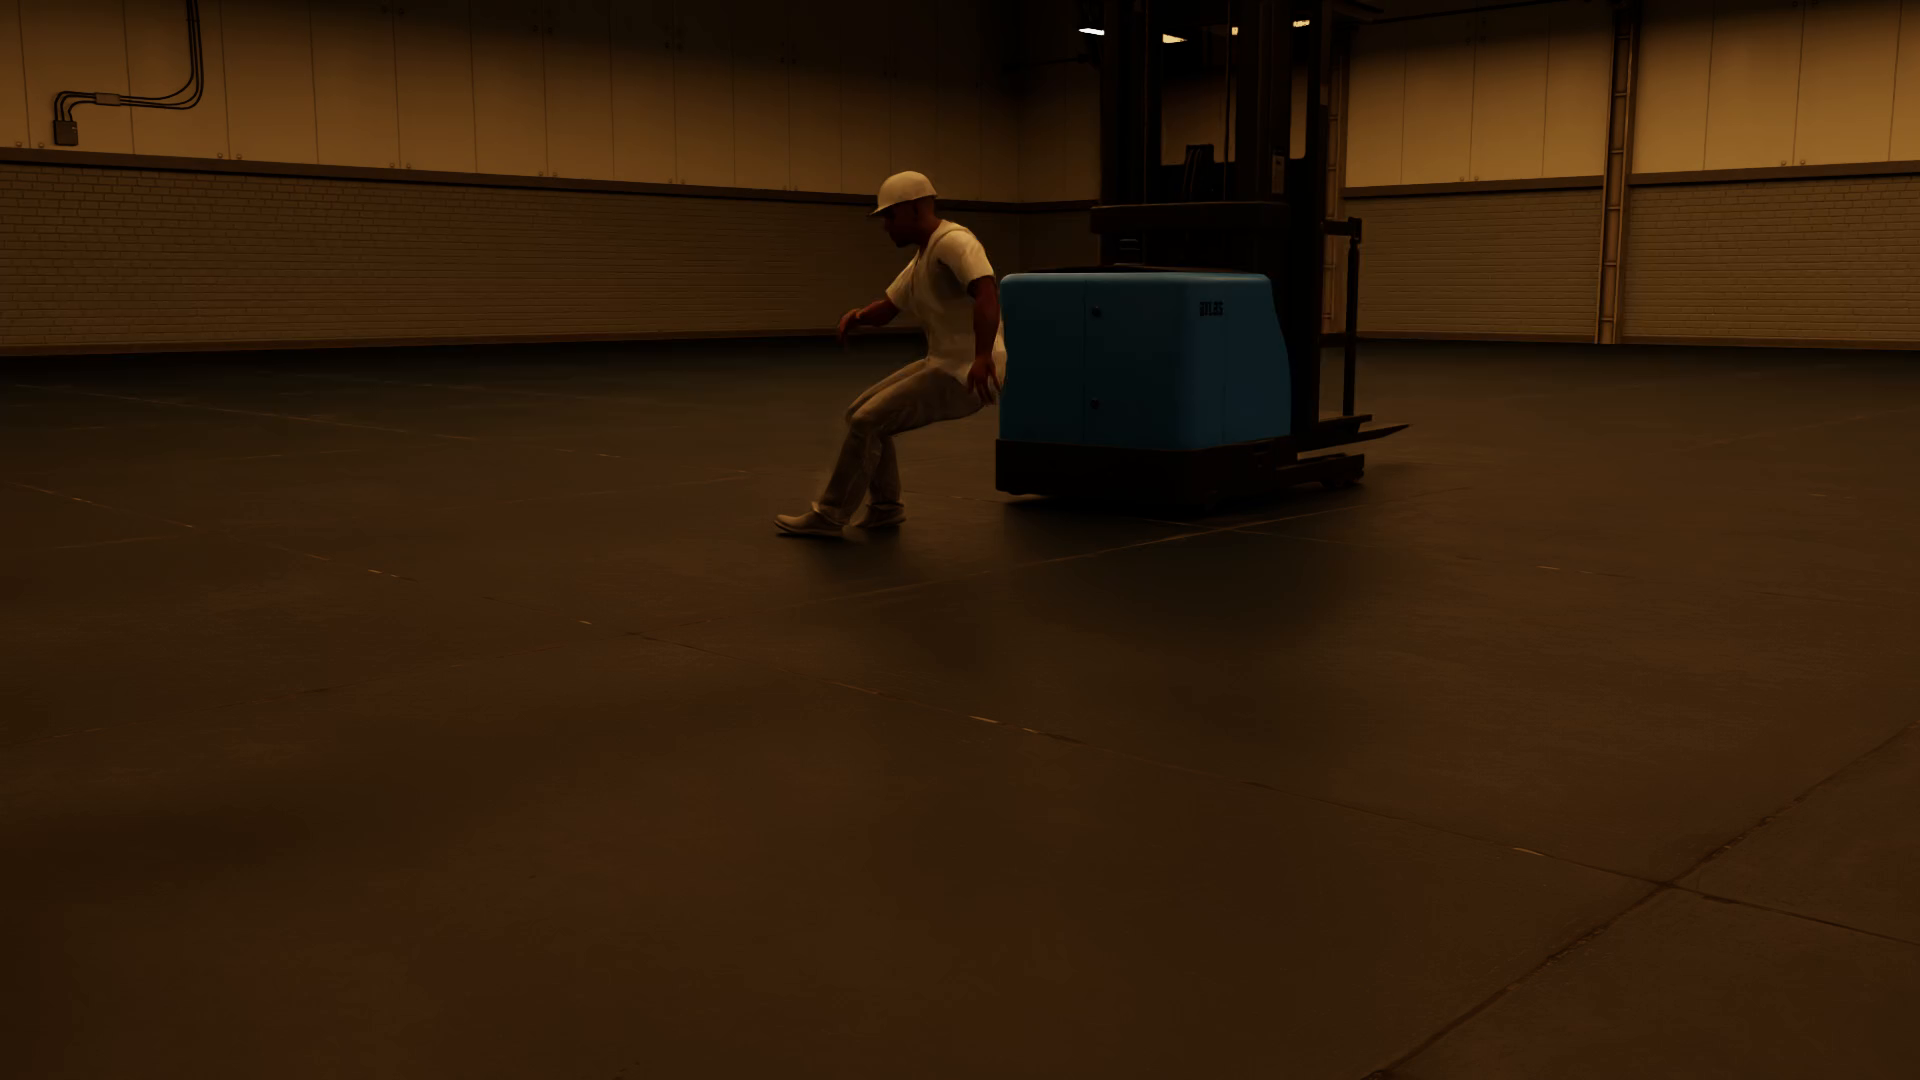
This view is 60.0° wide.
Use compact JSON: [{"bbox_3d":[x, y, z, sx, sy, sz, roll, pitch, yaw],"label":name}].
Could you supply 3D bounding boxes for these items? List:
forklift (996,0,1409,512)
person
[{"bbox_3d":[1.446,-1.748,8.484,1.130,2.935,3.031,6,11,36],"label":"forklift"},{"bbox_3d":[-0.281,-0.703,6.645,0.926,1.526,0.944,-1,9,-9],"label":"person"}]
